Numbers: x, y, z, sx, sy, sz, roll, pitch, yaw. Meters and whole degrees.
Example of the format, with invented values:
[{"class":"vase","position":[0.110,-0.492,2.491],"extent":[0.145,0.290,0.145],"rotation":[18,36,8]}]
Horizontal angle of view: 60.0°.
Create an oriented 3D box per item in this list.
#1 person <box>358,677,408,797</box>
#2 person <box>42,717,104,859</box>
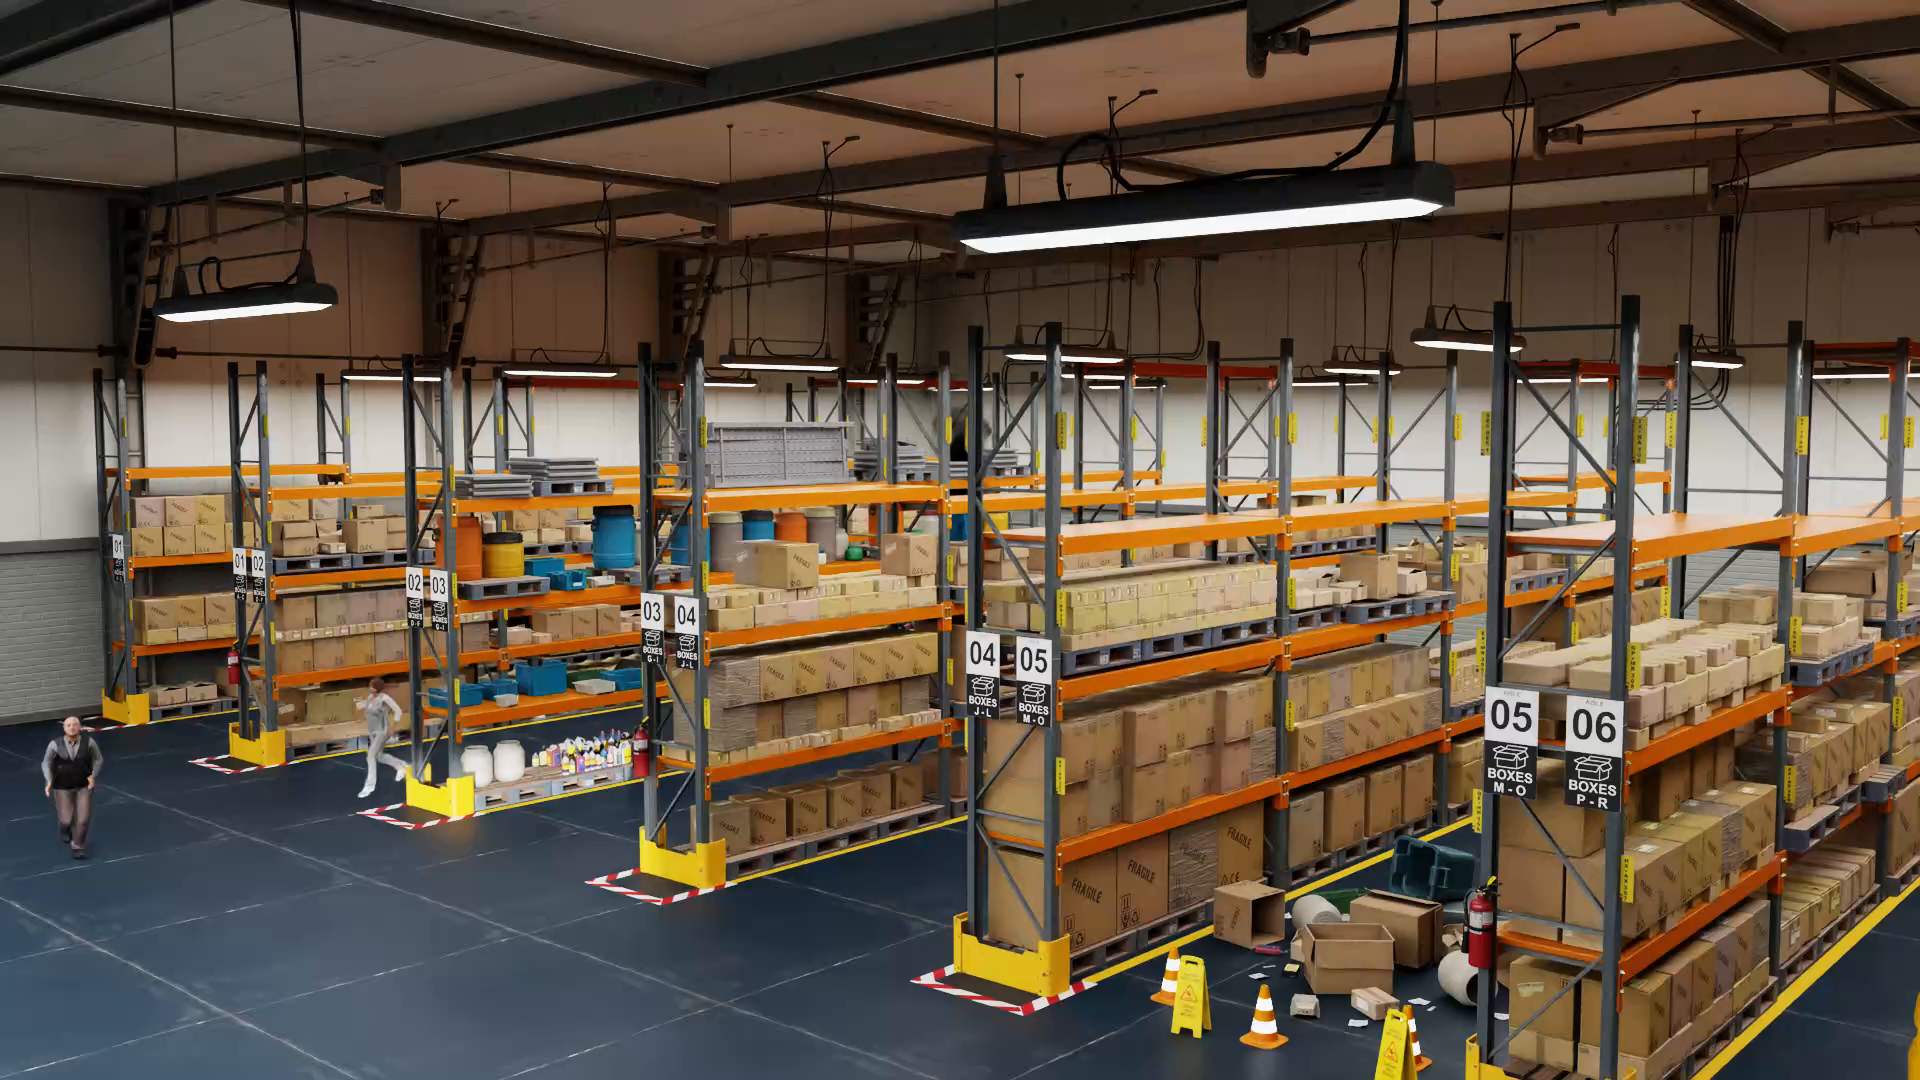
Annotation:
[{"class":"person","position":[-8.001,2.688,23.009],"extent":[0.576,1.602,0.824],"rotation":[3,5,38]},{"class":"person","position":[-10.431,2.899,19.571],"extent":[0.645,1.672,0.619],"rotation":[-2,5,-30]}]
